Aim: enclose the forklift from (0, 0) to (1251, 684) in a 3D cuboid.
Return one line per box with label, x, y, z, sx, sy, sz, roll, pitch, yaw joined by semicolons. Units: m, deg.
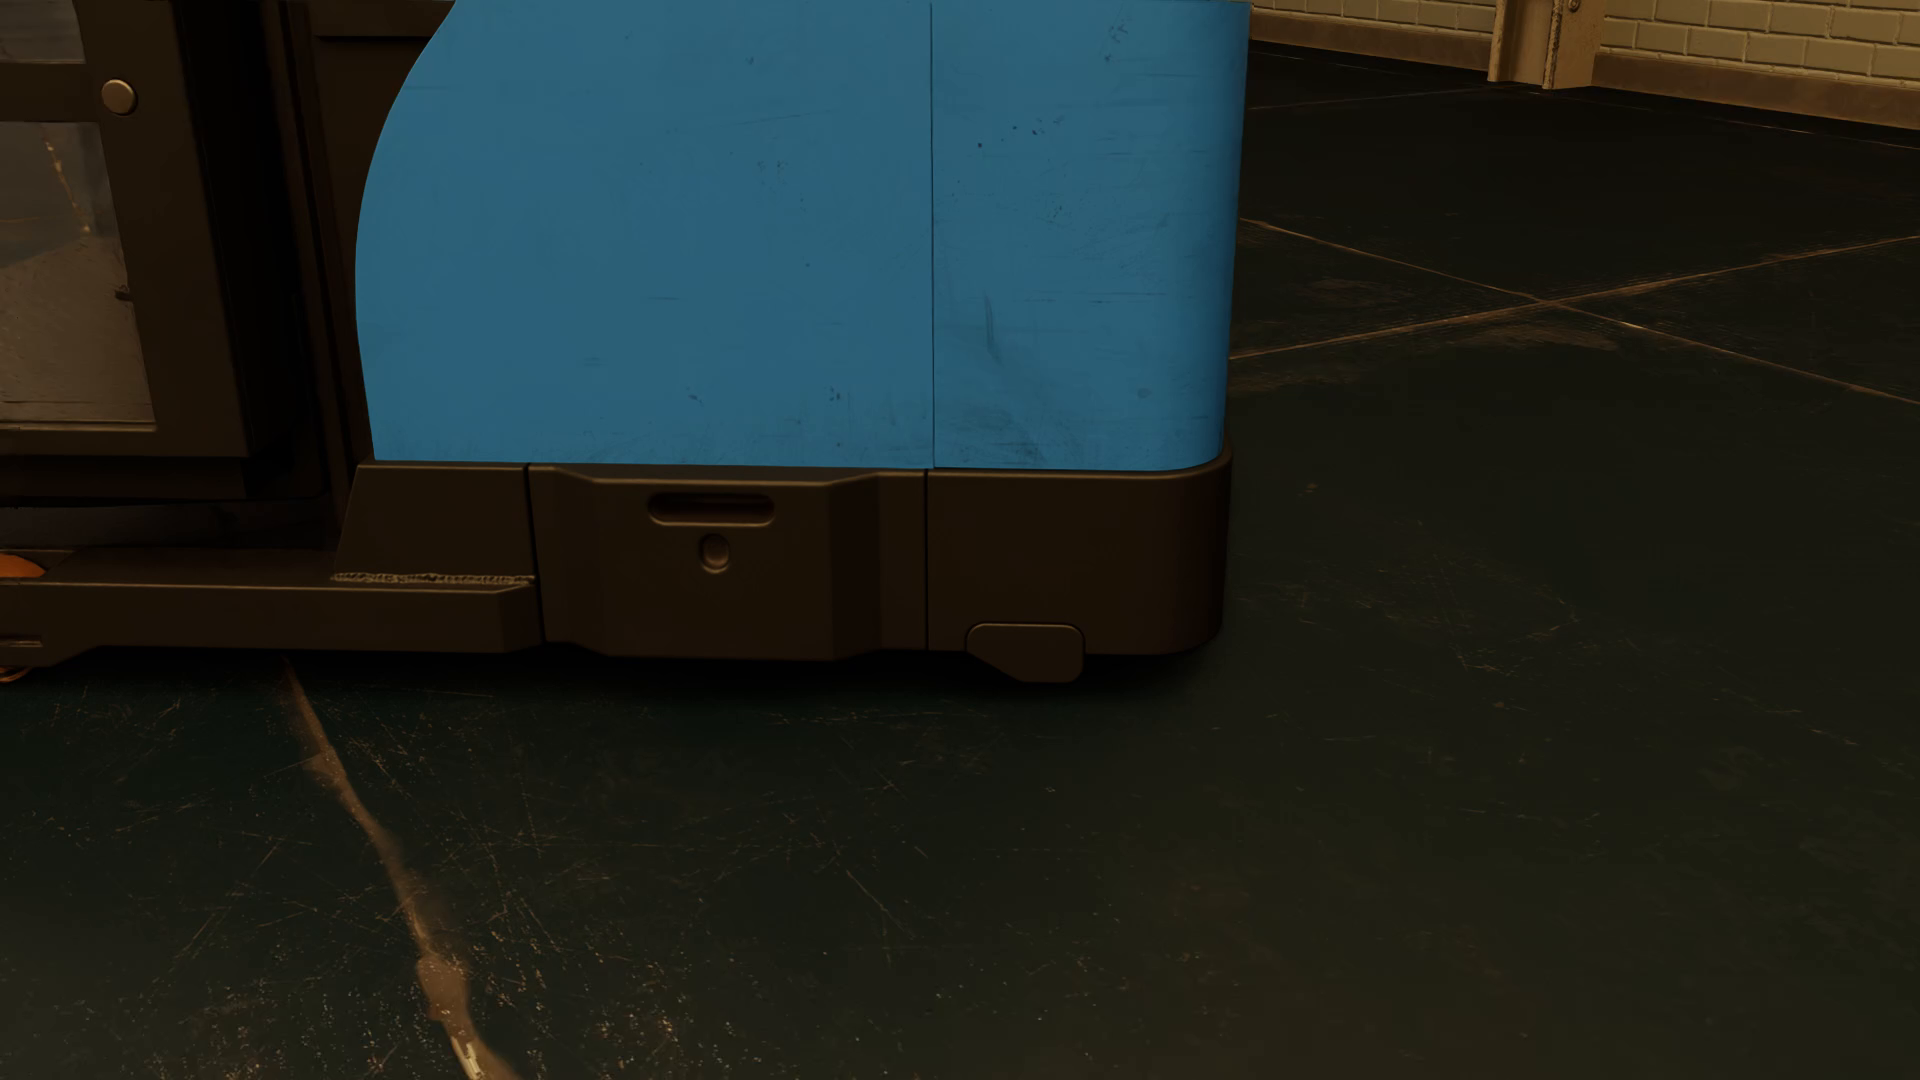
forklift;-1.152;-1.367;2.105;3.031;2.935;1.130;1;22;2
